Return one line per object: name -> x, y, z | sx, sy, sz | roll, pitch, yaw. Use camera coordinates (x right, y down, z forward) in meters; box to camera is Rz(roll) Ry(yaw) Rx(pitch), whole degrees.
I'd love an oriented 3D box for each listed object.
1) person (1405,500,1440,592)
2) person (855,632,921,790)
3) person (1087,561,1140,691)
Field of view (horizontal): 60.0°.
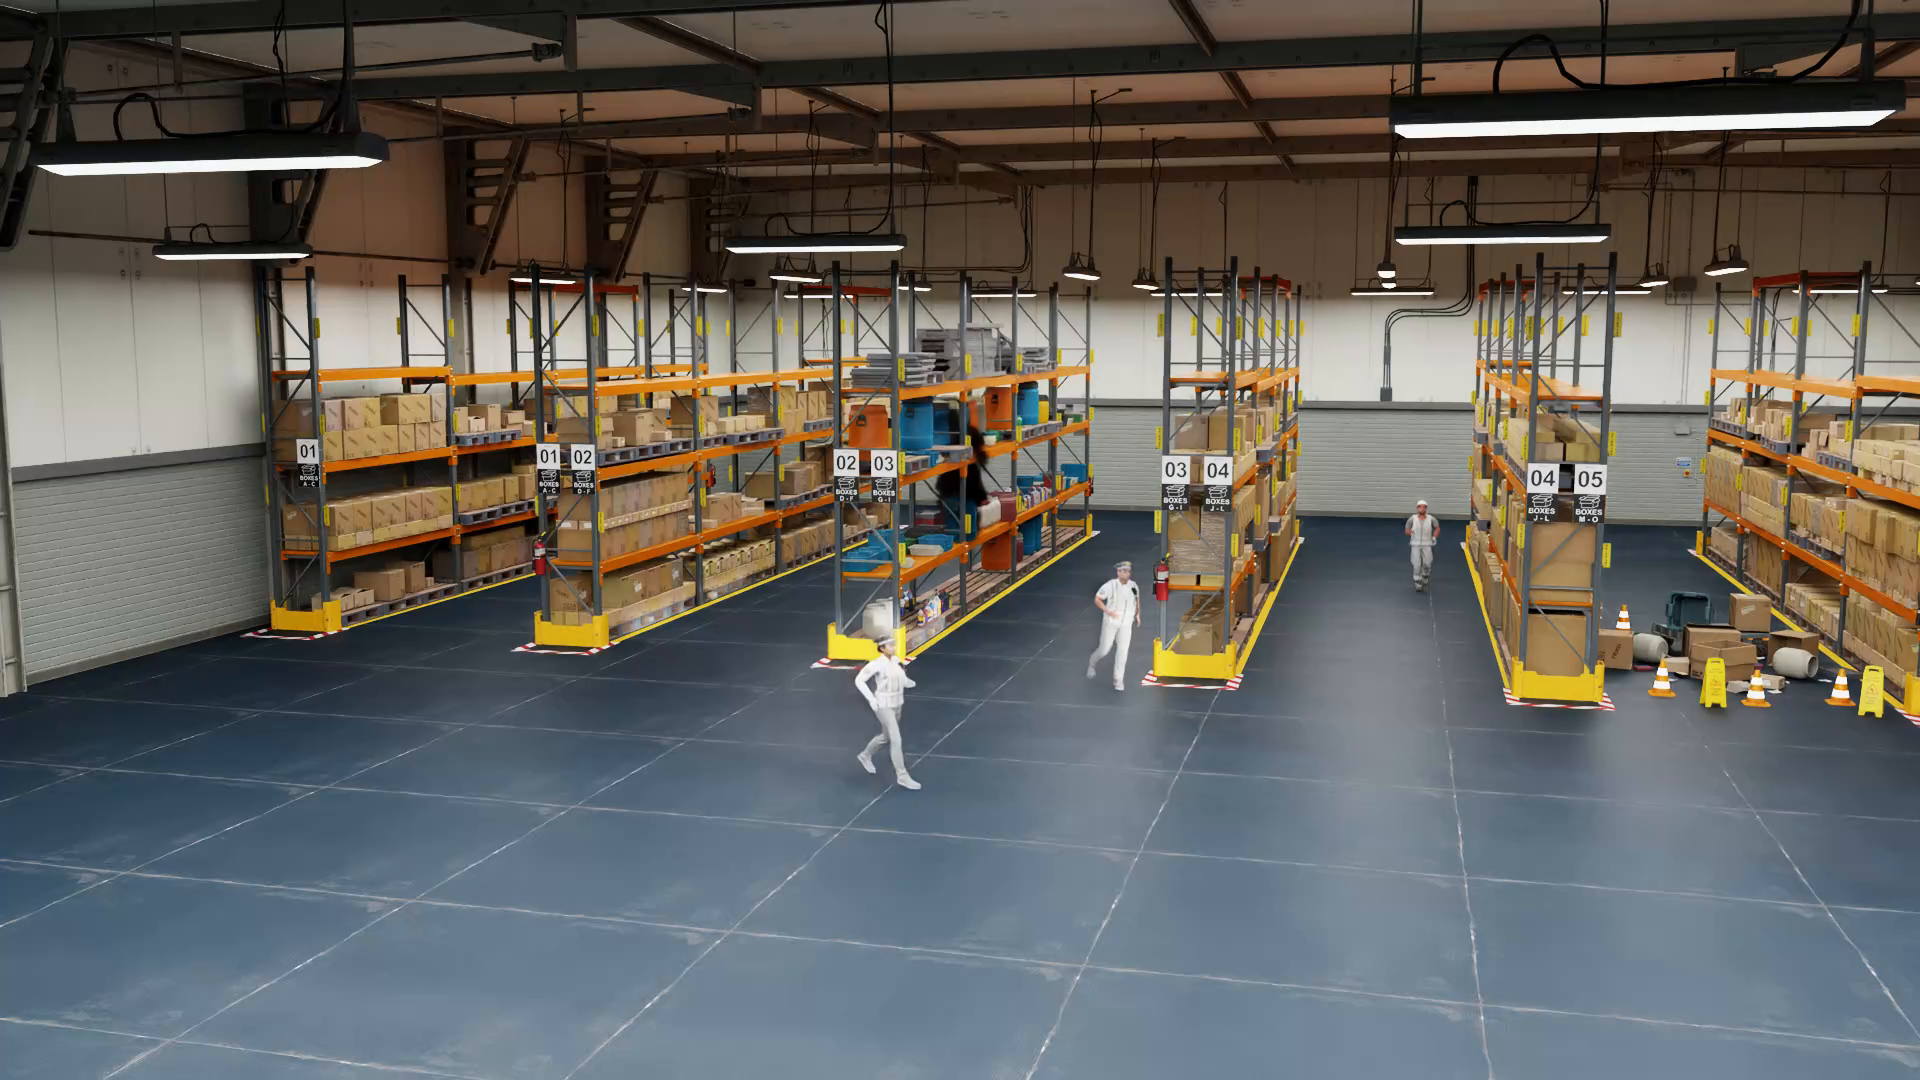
person -> 8.749, 0.130, 31.496 | 0.639, 1.756, 0.609 | 2, 8, 15
person -> -0.792, 1.834, 18.247 | 0.939, 1.683, 0.608 | 5, 9, 34
person -> 2.246, 1.166, 23.397 | 0.733, 1.749, 0.974 | -2, 7, -14
